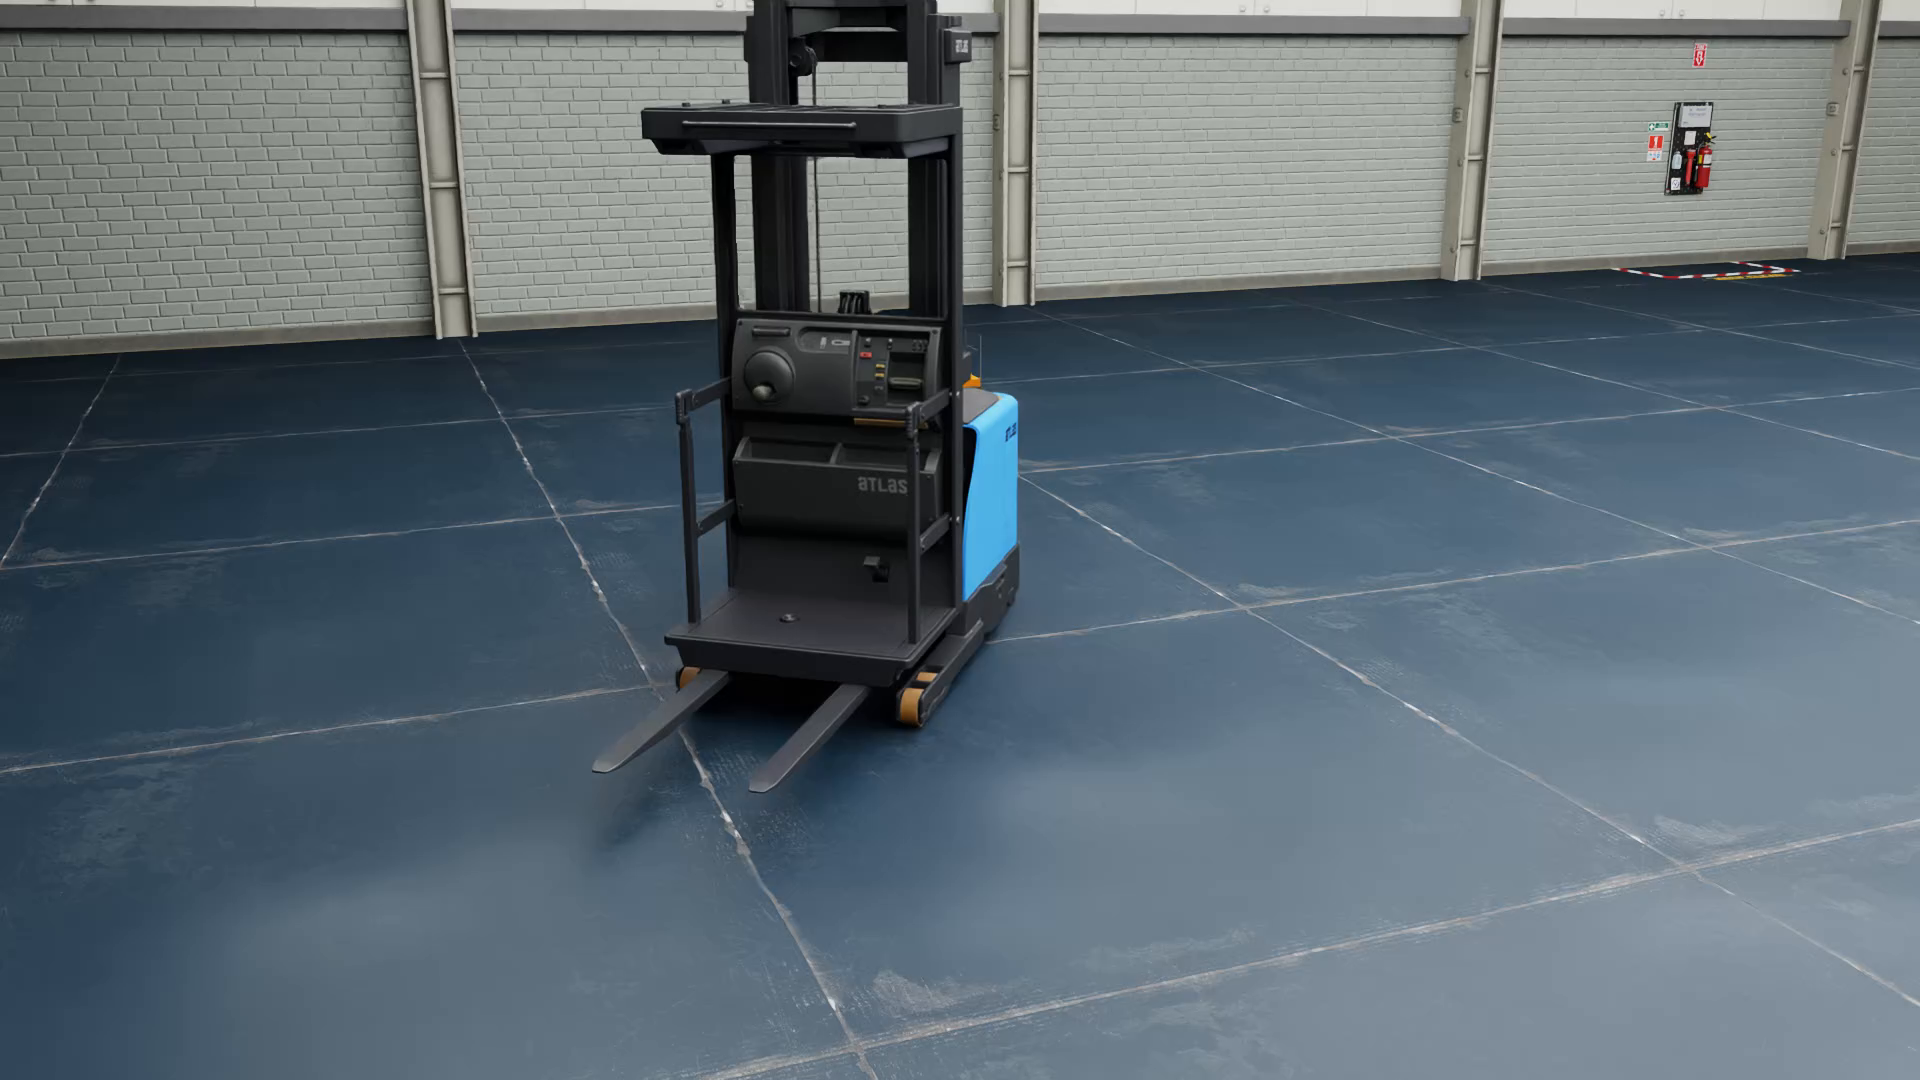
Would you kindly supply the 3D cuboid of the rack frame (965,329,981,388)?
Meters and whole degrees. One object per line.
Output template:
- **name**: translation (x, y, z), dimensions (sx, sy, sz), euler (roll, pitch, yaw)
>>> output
- **rack frame**: translation (0.072, -0.583, 9.456), dimensions (0.006, 1.200, 0.240), euler (-6, 17, -20)

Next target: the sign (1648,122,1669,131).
- **sign**: translation (8.936, -5.286, 21.272), dimensions (0.331, 0.109, 0.001), euler (-6, 17, -20)

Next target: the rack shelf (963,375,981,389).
- **rack shelf**: translation (-0.014, -0.877, 9.335), dimensions (0.180, 0.103, 0.258), euler (-6, 17, -20)

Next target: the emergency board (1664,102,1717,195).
- **emergency board**: translation (9.482, -5.045, 21.455), dimensions (0.643, 1.169, 0.194), euler (-6, 17, -20)

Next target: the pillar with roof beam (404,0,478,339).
- **pillar with roof beam**: translation (-3.465, -5.215, 11.387), dimensions (0.400, 9.000, 9.100), euler (-6, 17, -20)

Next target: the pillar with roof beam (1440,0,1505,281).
- **pillar with roof beam**: translation (7.741, -6.425, 15.507), dimensions (0.400, 9.000, 9.100), euler (-6, 17, -20)

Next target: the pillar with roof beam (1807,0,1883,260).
- **pillar with roof beam**: translation (13.343, -7.030, 17.567), dimensions (0.400, 9.000, 9.100), euler (-6, 17, -20)

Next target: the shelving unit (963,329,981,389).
- **shelving unit**: translation (-0.014, -0.574, 9.424), dimensions (0.189, 1.200, 0.258), euler (-6, 17, -20)

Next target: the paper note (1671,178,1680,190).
- **paper note**: translation (9.292, -4.623, 21.581), dimensions (0.142, 0.148, 0.016), euler (-6, 17, -20)

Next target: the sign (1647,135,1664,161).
- **sign**: translation (8.928, -5.034, 21.353), dimensions (0.234, 0.329, 0.001), euler (-6, 17, -20)

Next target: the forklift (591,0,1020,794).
- **forklift**: translation (-0.592, -0.747, 6.940), dimensions (1.130, 2.935, 3.031), euler (5, 17, 15)

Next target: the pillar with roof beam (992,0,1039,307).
- **pillar with roof beam**: translation (2.138, -5.820, 13.447), dimensions (0.400, 9.000, 9.100), euler (-6, 17, -20)

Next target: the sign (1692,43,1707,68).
- **sign**: translation (9.438, -6.183, 21.215), dimensions (0.199, 0.298, 0.001), euler (-6, 17, -20)
